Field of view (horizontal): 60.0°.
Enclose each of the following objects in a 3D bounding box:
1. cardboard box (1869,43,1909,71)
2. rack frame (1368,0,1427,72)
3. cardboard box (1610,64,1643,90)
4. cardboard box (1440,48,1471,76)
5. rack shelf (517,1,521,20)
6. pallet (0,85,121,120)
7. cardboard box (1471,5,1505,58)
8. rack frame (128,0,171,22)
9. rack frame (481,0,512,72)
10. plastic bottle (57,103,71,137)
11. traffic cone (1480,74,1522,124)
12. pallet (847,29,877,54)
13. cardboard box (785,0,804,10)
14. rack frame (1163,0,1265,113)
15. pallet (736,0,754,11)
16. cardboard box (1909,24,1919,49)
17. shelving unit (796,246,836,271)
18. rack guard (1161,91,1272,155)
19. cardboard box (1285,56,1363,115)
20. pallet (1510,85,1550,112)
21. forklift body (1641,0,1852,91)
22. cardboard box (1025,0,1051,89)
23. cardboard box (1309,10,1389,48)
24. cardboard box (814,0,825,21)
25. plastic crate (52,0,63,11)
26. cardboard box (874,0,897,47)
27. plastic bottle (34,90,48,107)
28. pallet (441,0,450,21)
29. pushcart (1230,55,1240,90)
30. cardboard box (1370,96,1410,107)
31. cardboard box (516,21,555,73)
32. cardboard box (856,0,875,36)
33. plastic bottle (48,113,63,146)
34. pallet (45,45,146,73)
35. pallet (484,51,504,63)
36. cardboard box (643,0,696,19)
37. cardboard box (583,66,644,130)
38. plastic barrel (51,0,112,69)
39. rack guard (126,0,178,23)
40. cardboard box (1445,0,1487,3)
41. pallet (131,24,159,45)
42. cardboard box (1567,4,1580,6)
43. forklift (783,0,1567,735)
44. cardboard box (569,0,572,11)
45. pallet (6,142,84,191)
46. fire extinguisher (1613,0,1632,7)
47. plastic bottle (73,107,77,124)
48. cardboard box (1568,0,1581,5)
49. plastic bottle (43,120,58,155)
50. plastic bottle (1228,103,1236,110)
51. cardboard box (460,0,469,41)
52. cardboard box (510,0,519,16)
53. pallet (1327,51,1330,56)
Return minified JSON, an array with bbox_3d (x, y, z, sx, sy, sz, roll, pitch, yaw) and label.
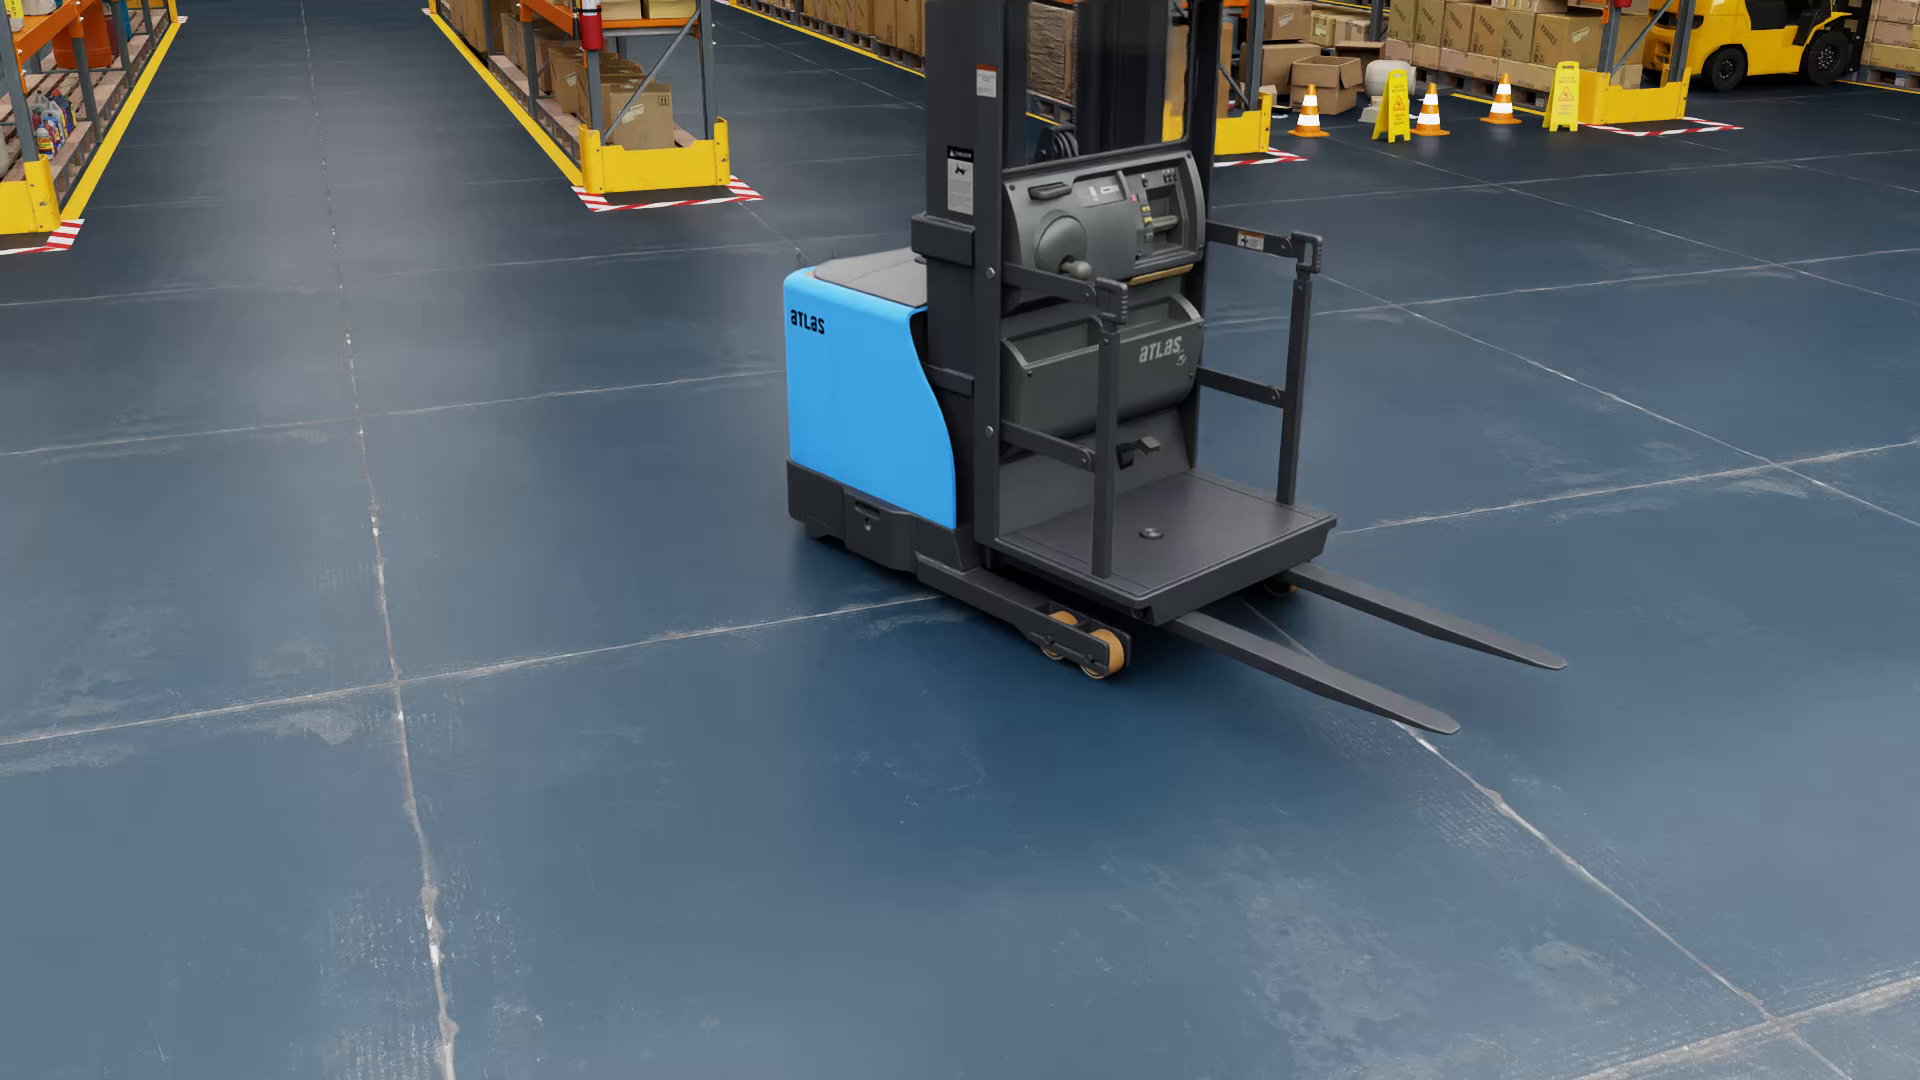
[{"bbox_3d":[10.826,-5.545,19.043,0.500,0.250,0.500,-8,24,-19],"label":"cardboard box"},{"bbox_3d":[5.399,-7.080,19.685,1.000,3.000,0.127,-8,24,-19],"label":"rack frame"},{"bbox_3d":[6.786,-4.884,17.475,0.500,0.250,0.500,-9,24,-19],"label":"cardboard box"},{"bbox_3d":[5.744,-5.370,18.628,0.500,0.250,0.500,-9,24,-20],"label":"cardboard box"},{"bbox_3d":[-4.579,-6.115,18.323,1.077,0.370,4.000,-8,24,-19],"label":"rack shelf"},{"bbox_3d":[-9.254,-4.480,17.106,1.003,0.211,1.213,-8,24,-19],"label":"pallet"},{"bbox_3d":[5.926,-5.527,18.036,0.500,0.500,0.500,-9,24,-20],"label":"cardboard box"},{"bbox_3d":[-12.745,-9.401,25.192,1.000,3.000,0.127,-8,24,-19],"label":"rack frame"},{"bbox_3d":[-5.285,-7.174,19.908,1.000,3.000,0.127,-8,24,-19],"label":"rack frame"},{"bbox_3d":[-7.844,-3.674,14.535,0.061,0.283,0.133,-7,24,-15],"label":"plastic bottle"},{"bbox_3d":[5.453,-4.437,16.681,0.336,0.463,0.334,-8,24,-19],"label":"traffic cone"},{"bbox_3d":[-0.884,-6.816,22.651,1.003,0.211,1.213,-8,24,-19],"label":"pallet"},{"bbox_3d":[-2.480,-8.246,25.583,0.380,0.149,0.250,-8,24,-18],"label":"cardboard box"},{"bbox_3d":[2.217,-4.911,14.539,1.000,3.000,0.127,-8,24,-19],"label":"rack frame"},{"bbox_3d":[-3.155,-9.111,28.096,1.003,0.211,1.213,-8,24,-19],"label":"pallet"},{"bbox_3d":[10.990,-5.600,18.529,0.500,0.250,0.500,-9,24,-20],"label":"cardboard box"},{"bbox_3d":[-0.516,-0.685,7.025,0.215,1.050,0.252,-19,30,-38],"label":"shelving unit"},{"bbox_3d":[2.225,-3.750,15.003,1.175,0.500,0.348,-8,24,-19],"label":"rack guard"},{"bbox_3d":[3.823,-4.767,17.412,0.637,0.503,0.797,12,26,27],"label":"cardboard box"},{"bbox_3d":[6.531,-4.669,17.556,1.003,0.211,1.213,-8,24,-19],"label":"pallet"},{"bbox_3d":[9.078,-6.356,19.062,2.313,2.155,1.214,-8,24,-19],"label":"forklift body"},{"bbox_3d":[0.960,-5.340,17.753,0.875,0.875,0.875,-8,24,-18],"label":"cardboard box"},{"bbox_3d":[4.954,-6.513,21.184,0.950,0.372,0.625,-7,24,-16],"label":"cardboard box"},{"bbox_3d":[-1.821,-7.815,24.109,0.500,0.500,0.500,-7,24,-17],"label":"cardboard box"},{"bbox_3d":[-7.861,-4.607,14.010,0.499,0.251,0.616,-8,24,-19],"label":"plastic crate"},{"bbox_3d":[-0.478,-6.741,21.236,1.050,0.750,0.750,-9,24,-20],"label":"cardboard box"},{"bbox_3d":[-8.144,-3.808,14.768,0.144,0.351,0.185,-8,24,-19],"label":"plastic bottle"},{"bbox_3d":[-7.756,-8.515,26.682,1.003,0.211,1.213,-8,24,-19],"label":"pallet"},{"bbox_3d":[3.284,-5.540,19.409,1.648,0.377,0.936,-18,29,-37],"label":"pushcart"},{"bbox_3d":[4.459,-4.512,17.263,0.380,0.149,0.250,4,23,9],"label":"cardboard box"},{"bbox_3d":[-4.615,-5.579,18.776,0.700,0.500,0.500,-6,24,-15],"label":"cardboard box"},{"bbox_3d":[-1.086,-7.062,22.321,0.500,0.500,0.500,-8,24,-19],"label":"cardboard box"},{"bbox_3d":[-7.670,-3.469,14.064,0.097,0.271,0.097,0,23,0],"label":"plastic bottle"},{"bbox_3d":[-10.664,-5.932,20.553,1.003,0.211,1.213,-8,24,-19],"label":"pallet"},{"bbox_3d":[-5.493,-6.185,21.154,1.003,0.211,1.213,-8,24,-19],"label":"pallet"},{"bbox_3d":[-2.337,-4.287,13.383,0.380,0.149,0.250,-8,24,-19],"label":"cardboard box"},{"bbox_3d":[-3.111,-3.980,15.009,0.500,0.500,0.500,-6,24,-14],"label":"cardboard box"},{"bbox_3d":[-10.108,-5.863,19.052,0.600,0.830,0.708,-8,24,-19],"label":"plastic barrel"},{"bbox_3d":[-12.766,-8.256,25.694,1.175,0.500,0.348,-8,24,-19],"label":"rack guard"},{"bbox_3d":[5.624,-6.062,18.469,0.380,0.149,0.250,-7,24,-16],"label":"cardboard box"},{"bbox_3d":[-11.628,-6.924,22.907,1.003,0.211,1.213,-8,24,-19],"label":"pallet"},{"bbox_3d":[6.418,-5.611,18.234,0.500,0.500,0.500,-8,24,-18],"label":"cardboard box"},{"bbox_3d":[0.657,-1.103,5.594,1.130,2.935,3.031,-19,30,-38],"label":"forklift"},{"bbox_3d":[-3.051,-4.494,13.873,0.380,0.149,0.250,-8,24,-19],"label":"cardboard box"},{"bbox_3d":[-7.873,-3.062,13.743,1.003,0.211,1.213,-8,24,-19],"label":"pallet"},{"bbox_3d":[6.421,-5.486,16.003,0.296,0.674,0.183,-8,24,-19],"label":"fire extinguisher"},{"bbox_3d":[-8.086,-3.865,15.094,0.097,0.201,0.097,0,23,0],"label":"plastic bottle"},{"bbox_3d":[9.074,-7.850,24.030,0.875,0.625,0.625,-8,24,-17],"label":"cardboard box"},{"bbox_3d":[-7.505,-3.324,13.706,0.061,0.283,0.133,-8,24,-18],"label":"plastic bottle"},{"bbox_3d":[2.771,-4.551,17.469,0.283,0.061,0.133,-18,29,-37],"label":"plastic bottle"},{"bbox_3d":[-5.817,-6.966,21.611,1.225,0.875,0.875,-8,24,-19],"label":"cardboard box"},{"bbox_3d":[-5.021,-6.331,19.594,0.500,0.250,0.500,-7,24,-17],"label":"cardboard box"},{"bbox_3d":[4.688,-6.522,21.951,1.003,0.211,1.213,-8,24,-19],"label":"pallet"}]
